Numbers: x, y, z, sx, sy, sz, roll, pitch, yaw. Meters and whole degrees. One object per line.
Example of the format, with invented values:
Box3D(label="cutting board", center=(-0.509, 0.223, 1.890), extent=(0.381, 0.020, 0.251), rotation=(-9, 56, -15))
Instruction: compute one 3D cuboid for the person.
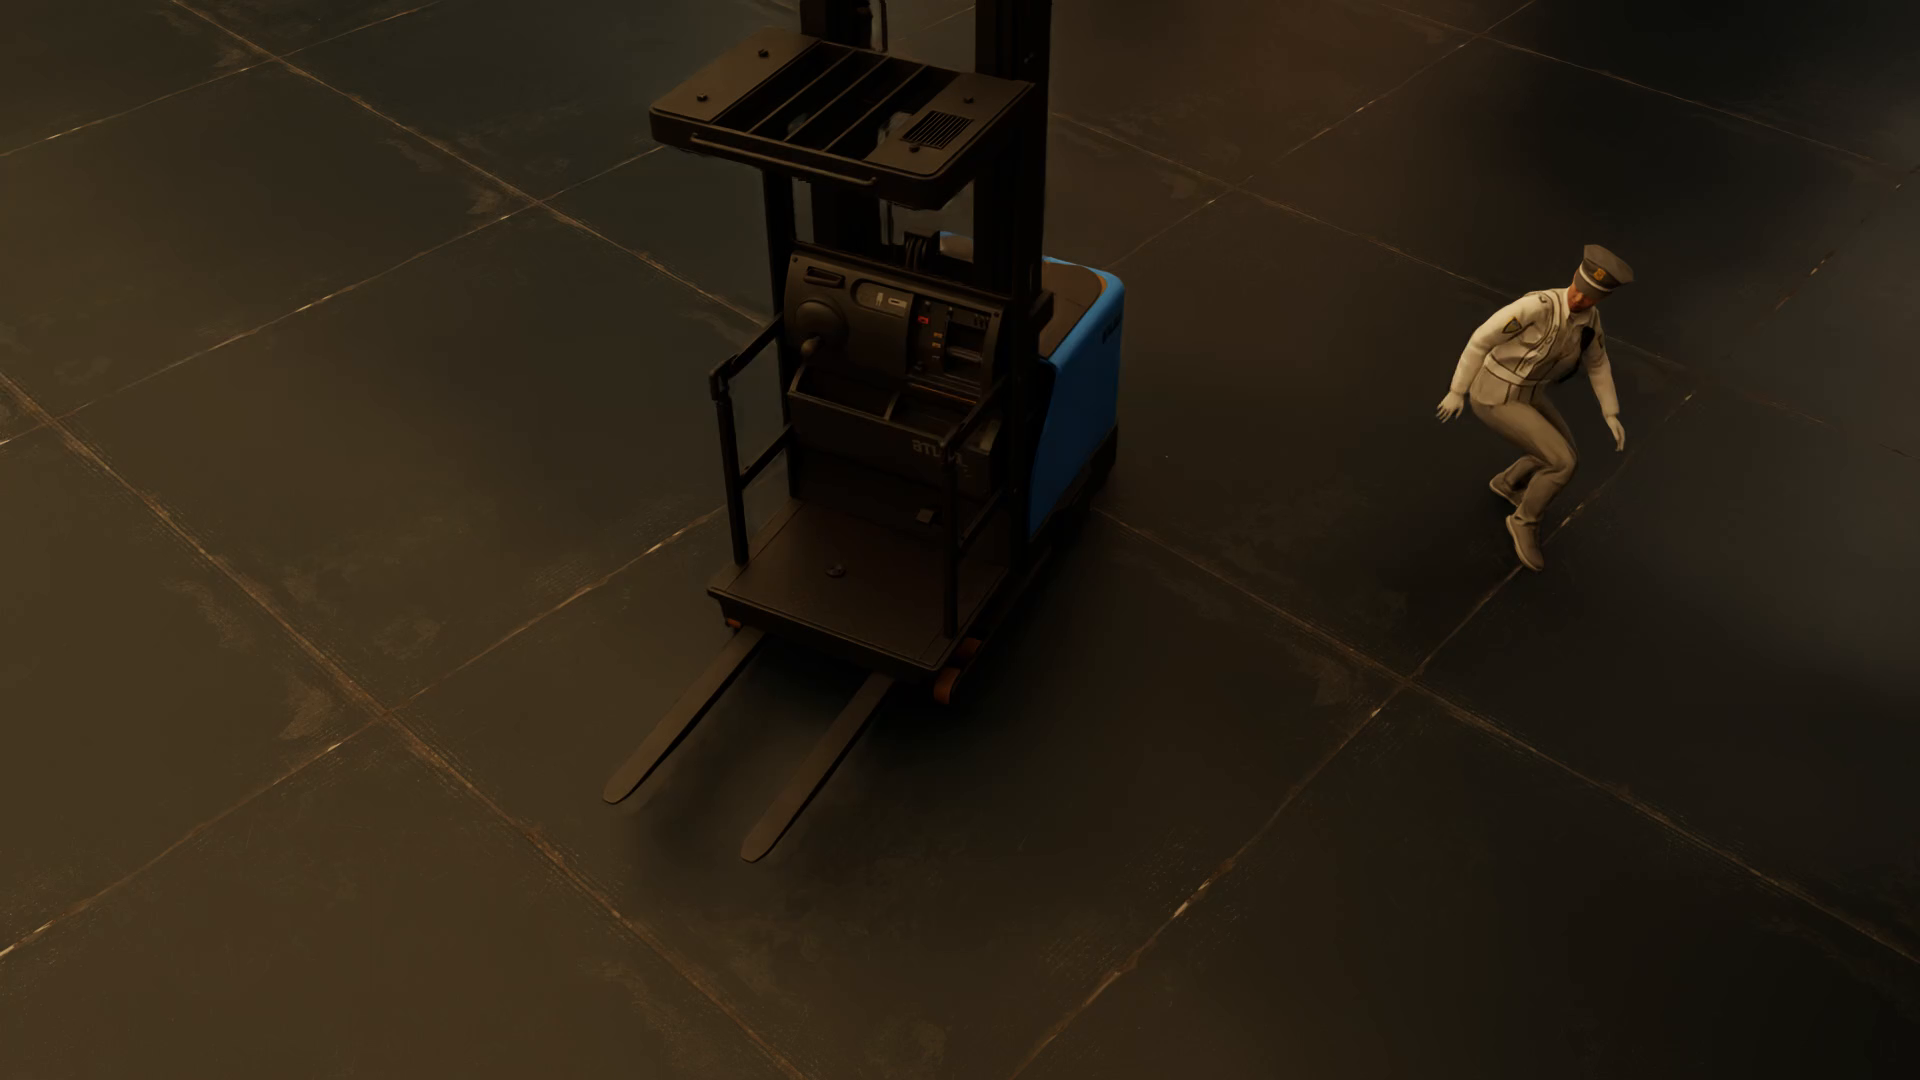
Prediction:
Box3D(label="person", center=(2.551, -0.588, 7.271), extent=(0.714, 1.468, 0.659), rotation=(-29, 49, -30))

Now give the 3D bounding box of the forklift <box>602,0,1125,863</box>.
Box3D(label="forklift", center=(-0.361, -0.759, 6.313), extent=(1.130, 2.935, 3.031), rotation=(18, 44, 20))
